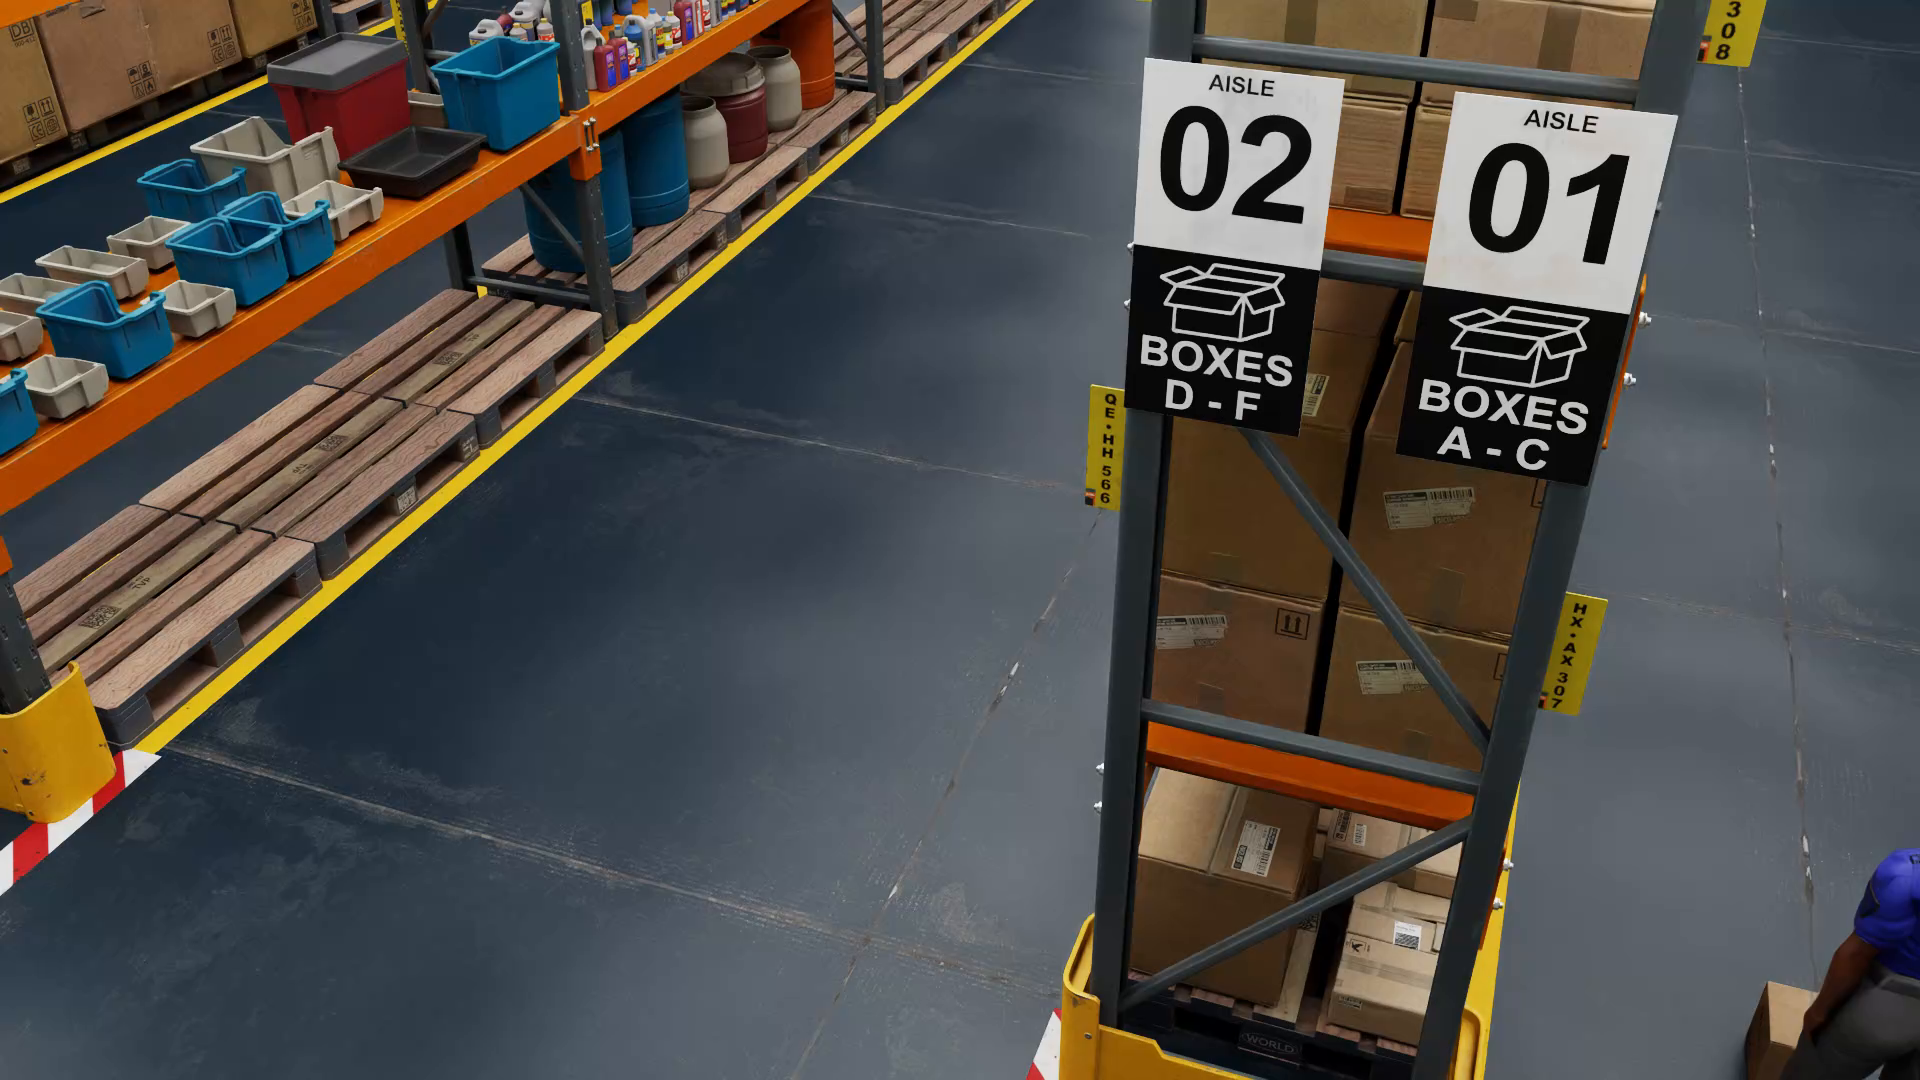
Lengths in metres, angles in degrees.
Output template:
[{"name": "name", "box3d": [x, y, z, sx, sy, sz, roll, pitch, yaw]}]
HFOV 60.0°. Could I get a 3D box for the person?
[{"name": "person", "box3d": [2.450, 1.217, 4.328, 0.463, 1.698, 0.377, 8, 34, 12]}]
